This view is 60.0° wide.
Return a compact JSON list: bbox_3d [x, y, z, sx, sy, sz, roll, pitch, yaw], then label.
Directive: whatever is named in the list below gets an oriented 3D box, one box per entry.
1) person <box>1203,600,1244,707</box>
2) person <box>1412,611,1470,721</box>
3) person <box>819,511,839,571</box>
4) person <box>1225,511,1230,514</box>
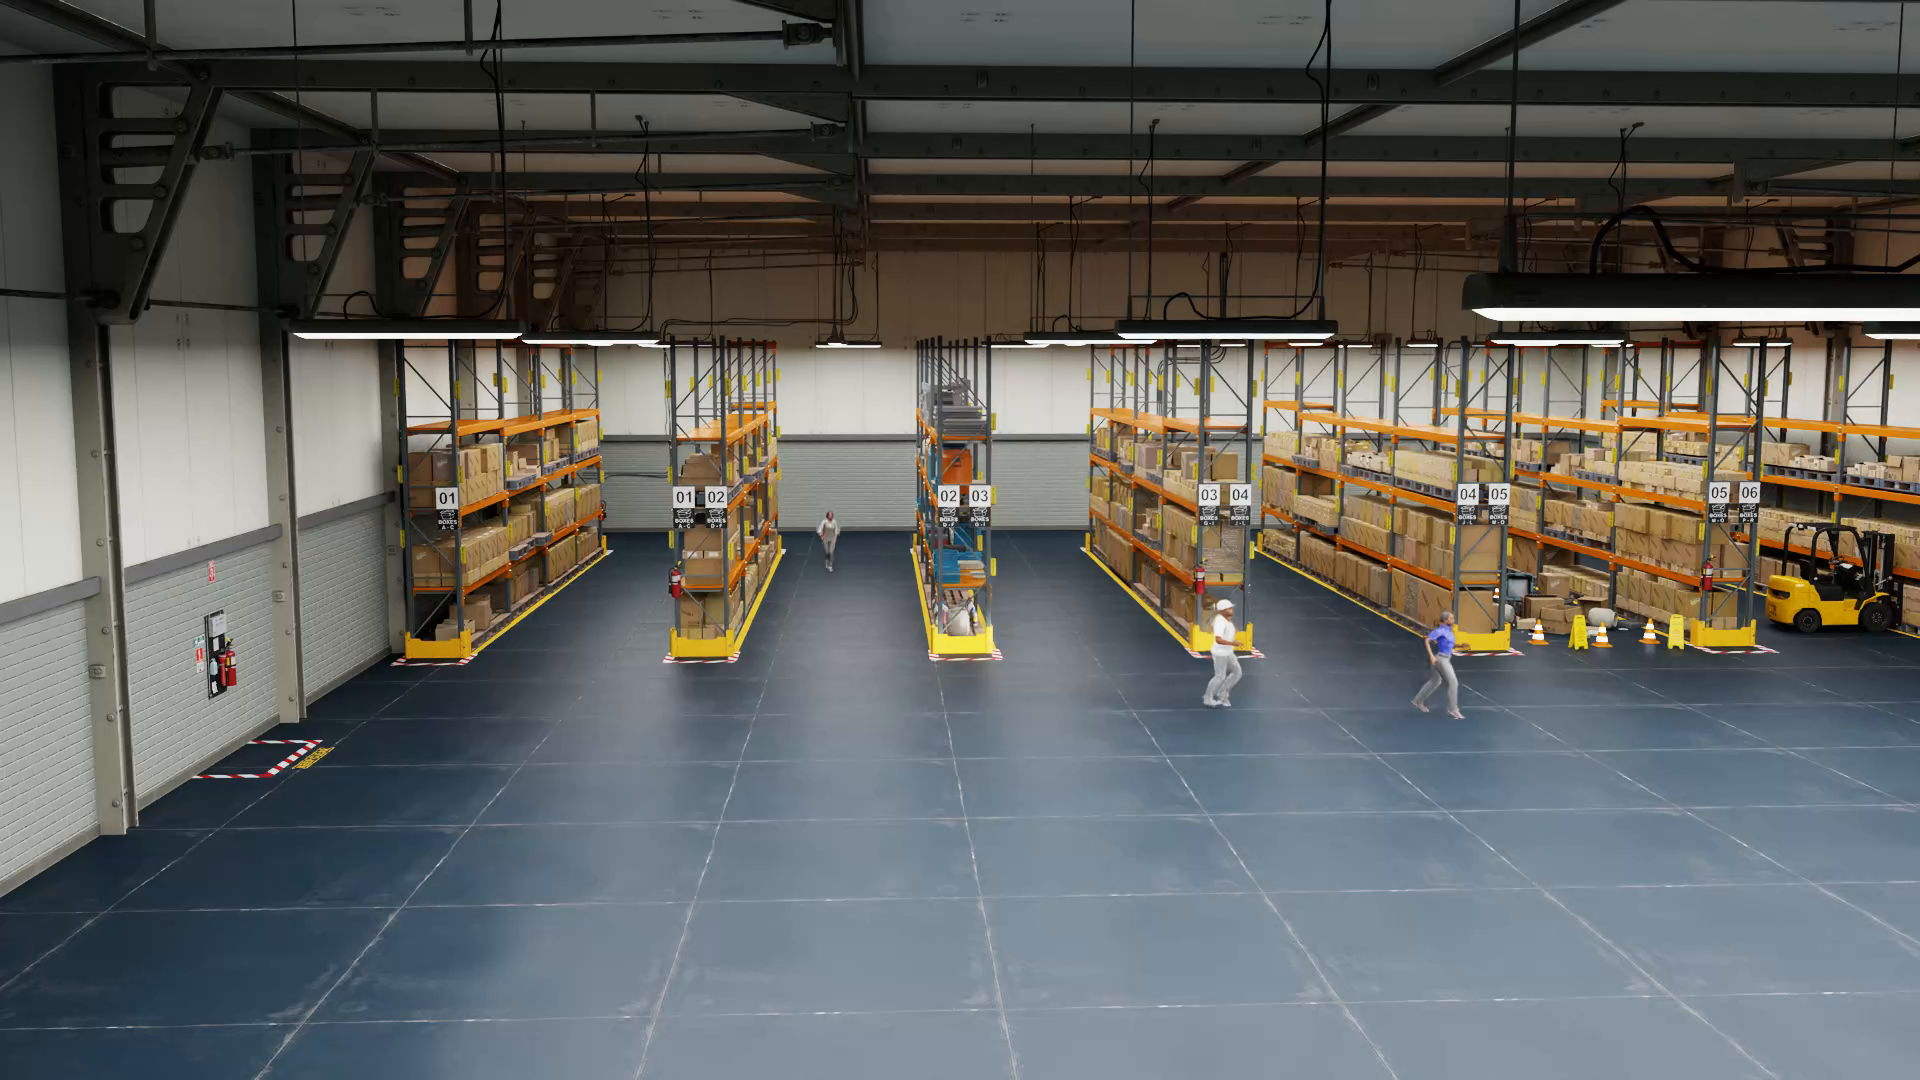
[{"bbox_3d":[4.246,1.839,26.664,0.704,1.783,0.691,3,7,26],"label":"person"},{"bbox_3d":[7.506,1.947,25.973,0.863,1.703,0.533,3,7,23],"label":"person"},{"bbox_3d":[-3.418,0.026,43.455,0.537,1.567,0.503,-1,7,-12],"label":"person"},{"bbox_3d":[7.491,-0.385,46.168,0.672,1.774,0.704,1,7,6],"label":"person"}]
